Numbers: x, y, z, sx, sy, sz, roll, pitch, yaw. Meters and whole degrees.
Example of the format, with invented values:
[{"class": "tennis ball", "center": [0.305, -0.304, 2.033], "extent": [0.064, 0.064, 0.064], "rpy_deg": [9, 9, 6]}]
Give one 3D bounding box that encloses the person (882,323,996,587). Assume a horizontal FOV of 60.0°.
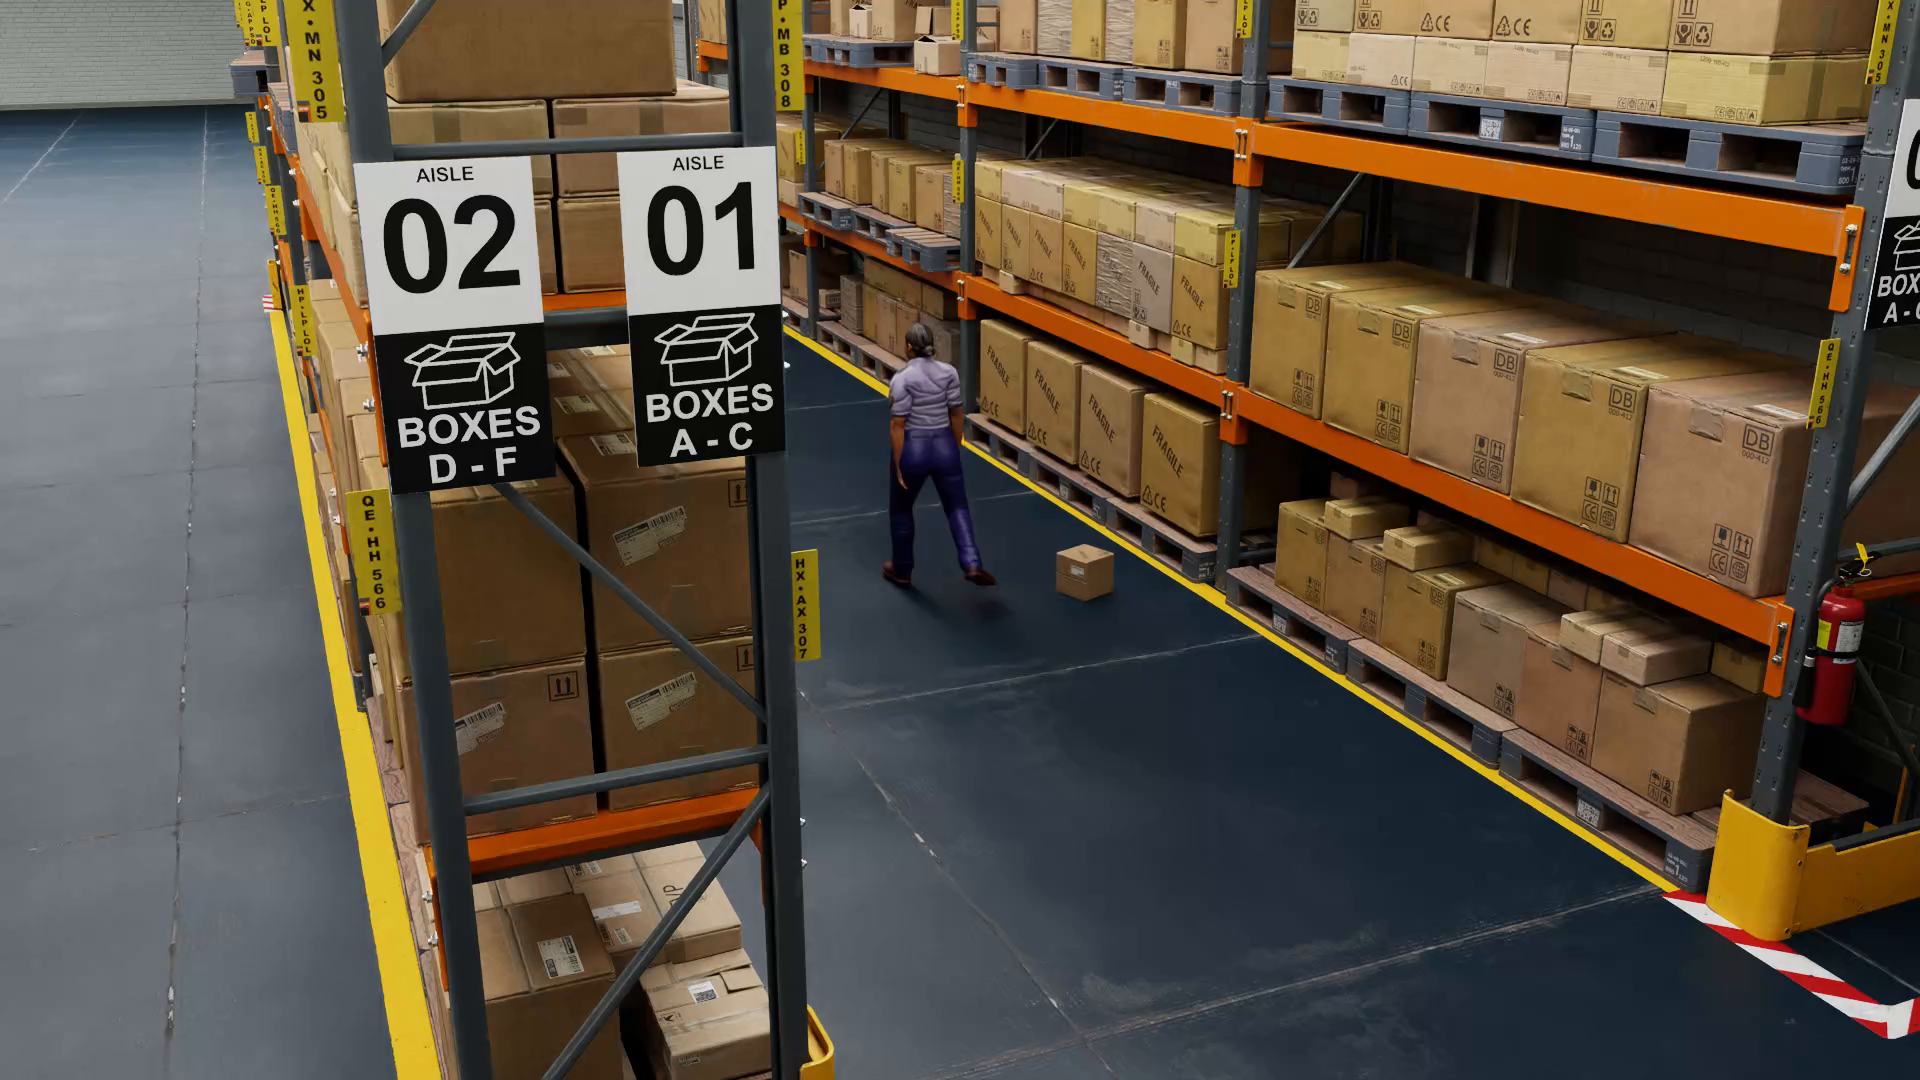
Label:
[{"class": "person", "center": [-0.144, -0.470, 9.943], "extent": [0.552, 1.610, 0.843], "rpy_deg": [-7, 20, -21]}]
